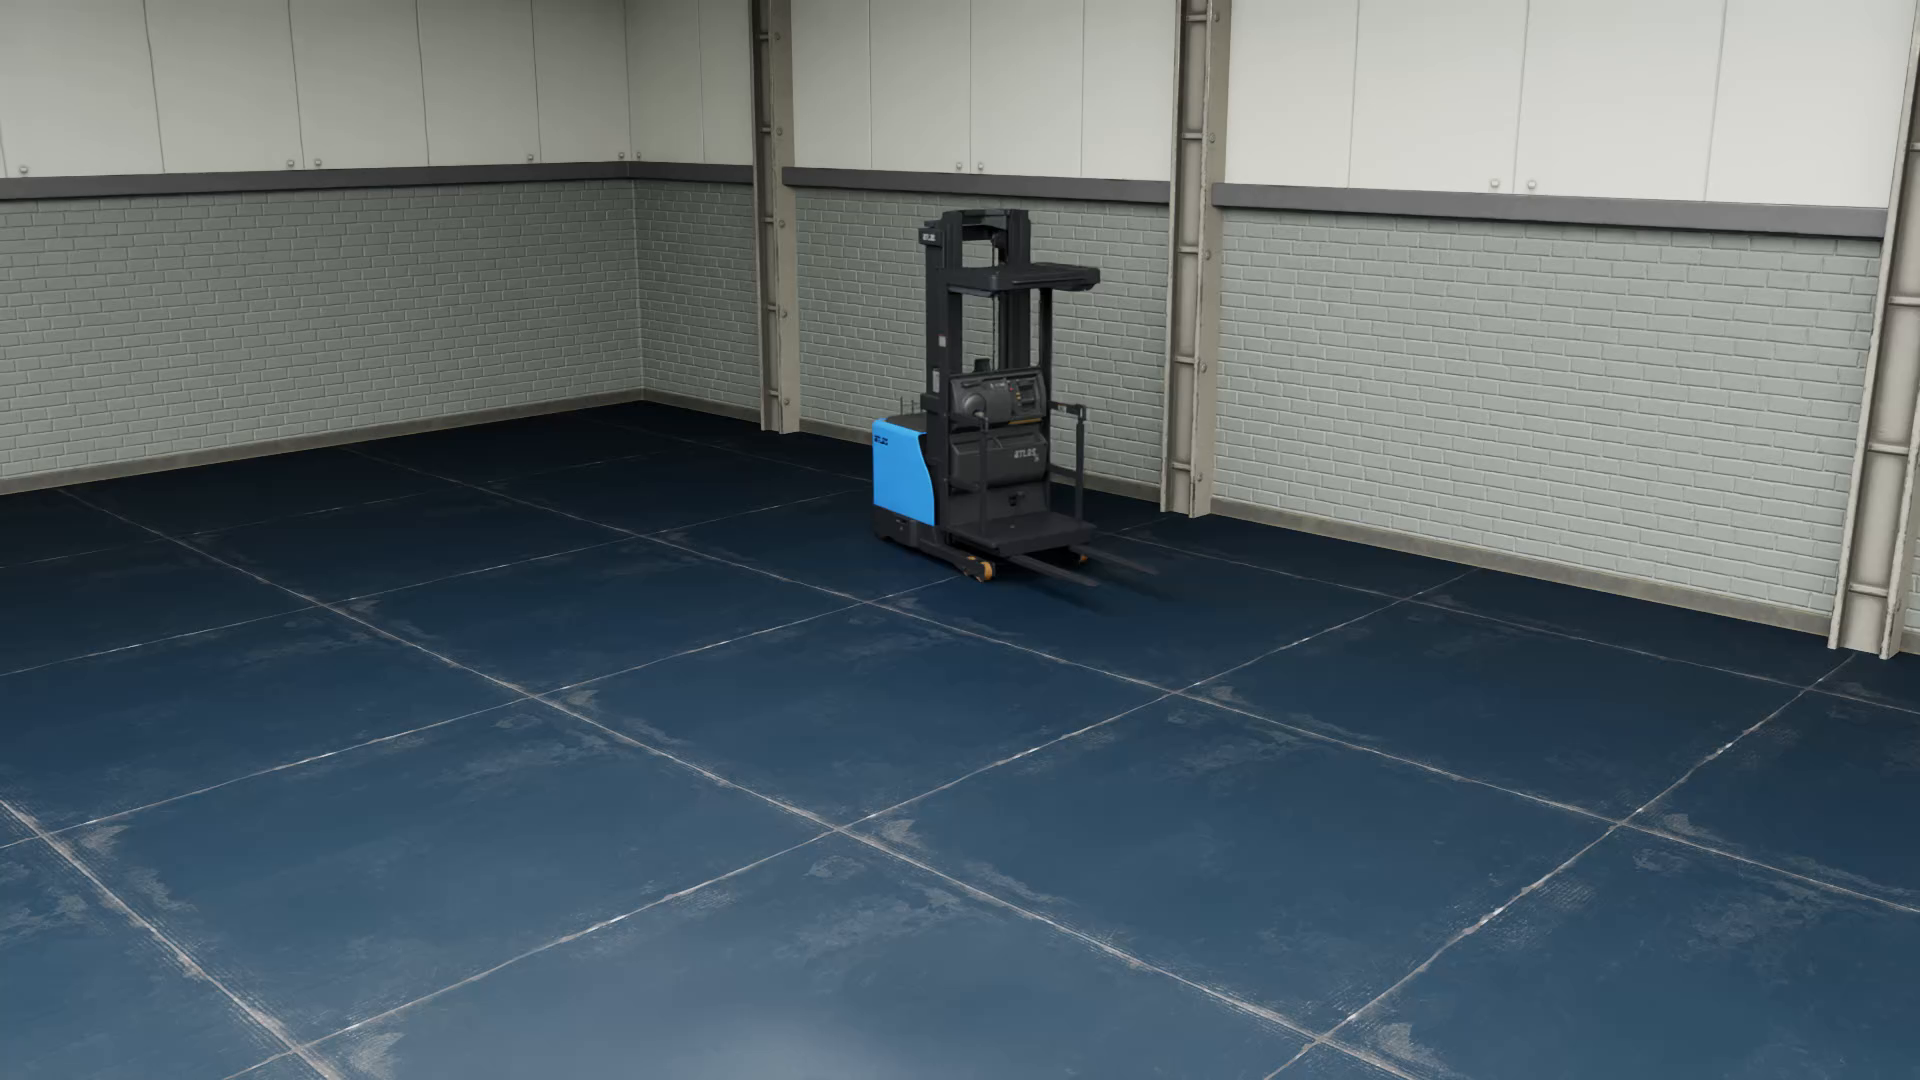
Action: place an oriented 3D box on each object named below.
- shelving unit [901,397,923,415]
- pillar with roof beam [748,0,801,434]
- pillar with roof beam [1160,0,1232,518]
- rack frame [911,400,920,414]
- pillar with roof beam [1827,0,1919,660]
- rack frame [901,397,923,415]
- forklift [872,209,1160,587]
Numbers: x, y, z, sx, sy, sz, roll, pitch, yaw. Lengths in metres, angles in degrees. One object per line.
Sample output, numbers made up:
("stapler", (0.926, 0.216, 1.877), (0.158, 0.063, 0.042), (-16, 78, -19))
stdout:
("shelving unit", (-0.392, -0.725, 15.335), (0.258, 1.200, 0.189), (-10, 17, -33))
("pillar with roof beam", (-5.139, -4.893, 15.864), (0.400, 9.000, 9.100), (14, 20, 42))
("pillar with roof beam", (-0.819, -3.843, 11.834), (0.400, 9.000, 9.100), (14, 20, 42))
("rack frame", (-0.340, -0.706, 15.262), (0.240, 1.200, 0.006), (-10, 17, -33))
("pillar with roof beam", (3.500, -2.793, 7.804), (0.400, 9.000, 9.100), (14, 20, 42))
("rack frame", (-0.443, -0.744, 15.408), (0.240, 1.200, 0.006), (-10, 17, -33))
("forklift", (0.448, -1.214, 13.780), (1.130, 2.935, 3.031), (-10, 17, -33))
